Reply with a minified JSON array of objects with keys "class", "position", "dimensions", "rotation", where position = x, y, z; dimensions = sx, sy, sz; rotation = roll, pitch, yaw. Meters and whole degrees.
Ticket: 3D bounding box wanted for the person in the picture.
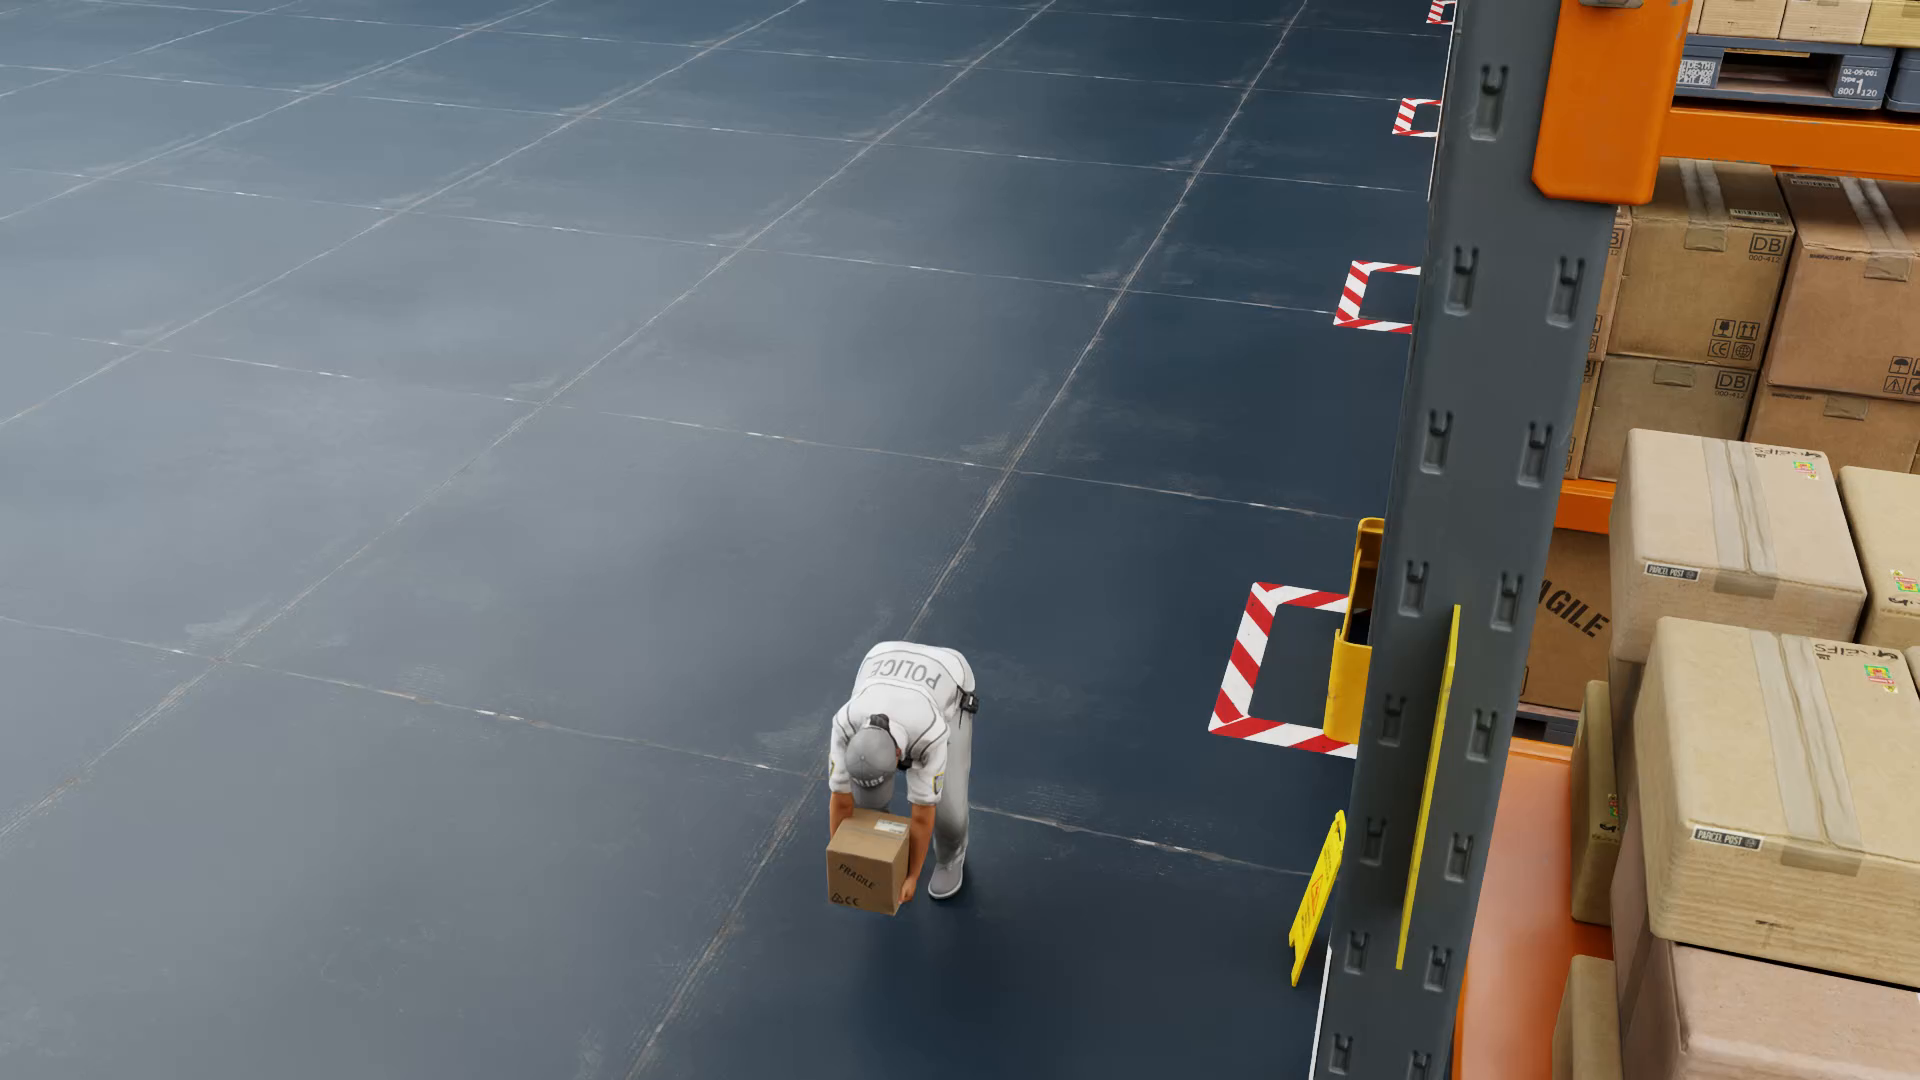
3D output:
[{"class":"person","position":[-0.221,0.919,6.142],"dimensions":[0.504,1.032,0.937],"rotation":[7,30,12]}]
